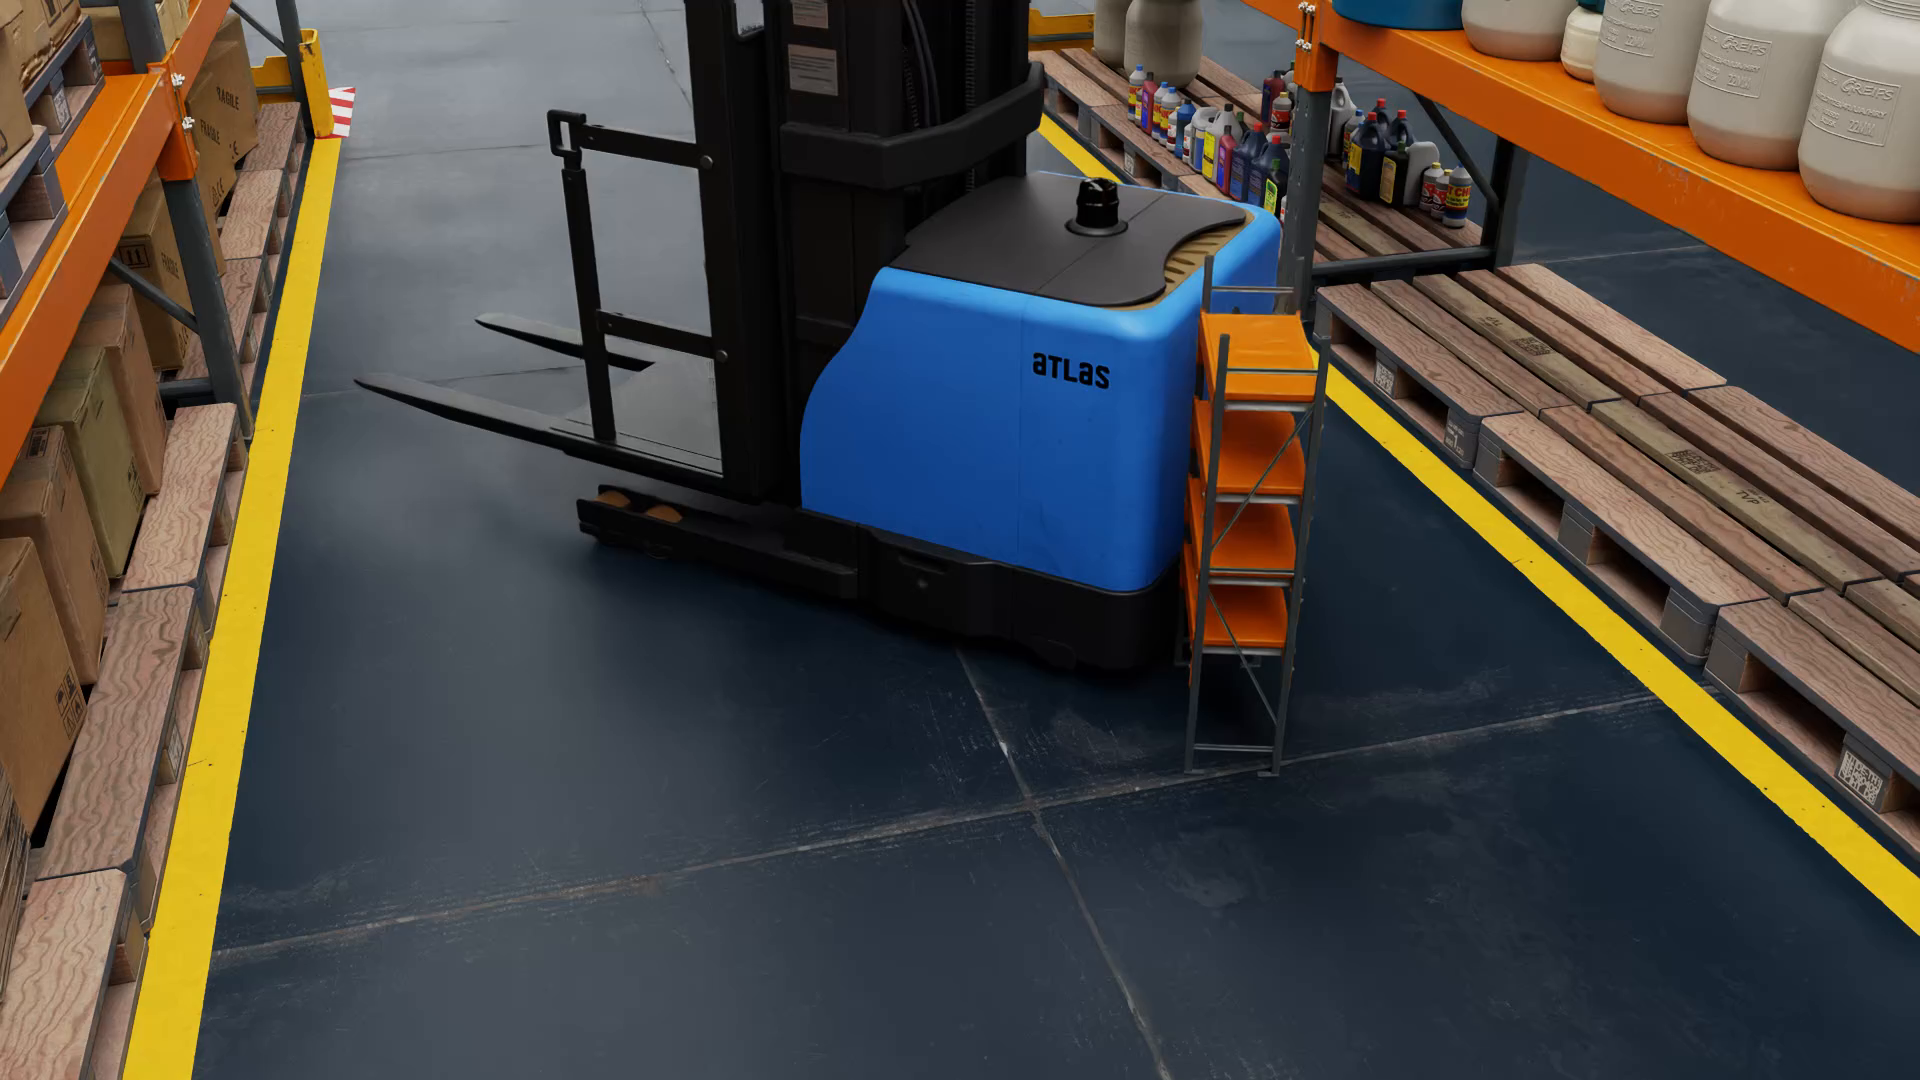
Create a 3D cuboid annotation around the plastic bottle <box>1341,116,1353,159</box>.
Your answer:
[{"bbox_3d":[1.875,-1.917,7.922,0.097,0.201,0.097,0,30,0],"label":"plastic bottle"}]

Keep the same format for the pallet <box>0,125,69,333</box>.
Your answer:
[{"bbox_3d":[-2.487,-0.539,3.378,1.003,0.211,1.213,-8,31,-13],"label":"pallet"}]

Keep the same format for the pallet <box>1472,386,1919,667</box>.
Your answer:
[{"bbox_3d":[2.365,-0.091,5.196,1.003,0.211,1.213,-8,31,-13],"label":"pallet"}]

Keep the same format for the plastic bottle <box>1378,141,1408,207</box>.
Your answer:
[{"bbox_3d":[1.915,-1.627,7.339,0.061,0.283,0.133,-8,31,-13],"label":"plastic bottle"}]

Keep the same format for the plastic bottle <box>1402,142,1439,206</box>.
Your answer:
[{"bbox_3d":[2.017,-1.638,7.366,0.152,0.276,0.135,-7,31,-11],"label":"plastic bottle"}]

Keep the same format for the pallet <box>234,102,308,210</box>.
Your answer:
[{"bbox_3d":[-3.844,-1.895,8.313,1.003,0.211,1.213,-8,31,-13],"label":"pallet"}]

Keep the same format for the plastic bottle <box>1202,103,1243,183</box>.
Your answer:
[{"bbox_3d":[1.206,-1.827,7.618,0.144,0.351,0.185,-8,31,-14],"label":"plastic bottle"}]

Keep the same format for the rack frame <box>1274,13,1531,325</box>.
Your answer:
[{"bbox_3d":[1.791,-2.262,6.164,1.000,3.000,0.127,-8,31,-13],"label":"rack frame"}]

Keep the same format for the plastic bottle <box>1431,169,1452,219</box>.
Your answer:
[{"bbox_3d":[2.103,-1.502,7.206,0.097,0.201,0.097,0,30,0],"label":"plastic bottle"}]

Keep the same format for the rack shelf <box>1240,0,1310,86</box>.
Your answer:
[{"bbox_3d":[1.261,-2.917,8.013,1.077,0.370,4.000,-8,31,-13],"label":"rack shelf"}]

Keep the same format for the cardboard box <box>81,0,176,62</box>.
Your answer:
[{"bbox_3d":[-2.751,-1.638,5.337,0.380,0.149,0.250,-8,31,-13],"label":"cardboard box"}]

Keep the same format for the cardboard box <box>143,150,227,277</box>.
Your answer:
[{"bbox_3d":[-3.211,-1.177,6.366,0.500,0.500,0.500,2,30,3],"label":"cardboard box"}]

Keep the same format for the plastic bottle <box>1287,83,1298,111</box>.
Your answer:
[{"bbox_3d":[1.717,-2.184,8.309,0.152,0.276,0.135,-9,31,-15],"label":"plastic bottle"}]

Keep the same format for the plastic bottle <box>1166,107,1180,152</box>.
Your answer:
[{"bbox_3d":[1.054,-1.994,8.055,0.097,0.201,0.097,0,30,0],"label":"plastic bottle"}]

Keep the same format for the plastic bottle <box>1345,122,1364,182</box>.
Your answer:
[{"bbox_3d":[1.822,-1.770,7.599,0.097,0.271,0.097,0,30,0],"label":"plastic bottle"}]

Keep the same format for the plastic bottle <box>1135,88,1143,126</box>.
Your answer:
[{"bbox_3d":[0.938,-2.206,8.421,0.097,0.201,0.097,0,30,0],"label":"plastic bottle"}]

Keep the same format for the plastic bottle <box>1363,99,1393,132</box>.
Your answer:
[{"bbox_3d":[1.927,-1.842,7.643,0.144,0.351,0.185,-9,31,-15],"label":"plastic bottle"}]

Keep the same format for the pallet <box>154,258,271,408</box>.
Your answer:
[{"bbox_3d":[-3.196,-0.716,6.277,1.003,0.211,1.213,-8,31,-13],"label":"pallet"}]

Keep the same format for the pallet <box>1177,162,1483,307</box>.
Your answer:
[{"bbox_3d":[1.653,-1.385,7.432,1.003,0.211,1.213,-8,31,-13],"label":"pallet"}]

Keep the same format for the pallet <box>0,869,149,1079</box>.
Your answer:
[{"bbox_3d":[-2.128,1.158,3.039,1.003,0.211,1.213,-8,31,-13],"label":"pallet"}]

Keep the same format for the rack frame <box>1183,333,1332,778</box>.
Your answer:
[{"bbox_3d":[0.688,0.075,3.922,0.240,1.200,0.015,2,30,3],"label":"rack frame"}]

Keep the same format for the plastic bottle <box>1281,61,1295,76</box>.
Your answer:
[{"bbox_3d":[1.689,-2.326,8.546,0.061,0.283,0.133,-7,31,-12],"label":"plastic bottle"}]

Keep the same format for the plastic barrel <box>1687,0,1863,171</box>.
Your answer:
[{"bbox_3d":[2.144,-1.266,4.308,0.433,0.535,0.433,0,30,0],"label":"plastic barrel"}]

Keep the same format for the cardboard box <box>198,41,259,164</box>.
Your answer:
[{"bbox_3d":[-3.704,-2.047,7.869,0.500,0.500,0.500,0,30,0],"label":"cardboard box"}]

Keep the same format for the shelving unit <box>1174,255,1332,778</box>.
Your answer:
[{"bbox_3d":[0.703,-0.047,4.133,0.258,1.200,0.503,2,30,3],"label":"shelving unit"}]

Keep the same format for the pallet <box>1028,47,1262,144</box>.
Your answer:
[{"bbox_3d":[1.006,-2.563,9.468,1.003,0.211,1.213,-8,31,-13],"label":"pallet"}]

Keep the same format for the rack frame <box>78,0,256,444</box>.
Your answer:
[{"bbox_3d":[-2.984,-1.603,5.026,1.000,3.000,0.127,-8,31,-13],"label":"rack frame"}]

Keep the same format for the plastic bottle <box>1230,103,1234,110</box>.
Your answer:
[{"bbox_3d":[1.269,-1.892,7.796,0.061,0.283,0.133,-8,31,-13],"label":"plastic bottle"}]

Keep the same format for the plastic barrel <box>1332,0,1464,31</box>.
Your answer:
[{"bbox_3d":[1.602,-2.252,5.646,0.600,0.901,0.708,-8,31,-13],"label":"plastic barrel"}]

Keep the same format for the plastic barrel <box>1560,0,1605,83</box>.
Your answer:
[{"bbox_3d":[1.995,-1.542,5.058,0.301,0.262,0.301,0,30,0],"label":"plastic barrel"}]

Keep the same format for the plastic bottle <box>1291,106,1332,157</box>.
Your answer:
[{"bbox_3d":[1.678,-1.983,7.962,0.152,0.276,0.135,-8,31,-13],"label":"plastic bottle"}]

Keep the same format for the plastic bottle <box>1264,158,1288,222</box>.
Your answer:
[{"bbox_3d":[1.346,-1.465,7.059,0.061,0.283,0.133,-6,31,-11],"label":"plastic bottle"}]

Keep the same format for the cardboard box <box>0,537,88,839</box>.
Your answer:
[{"bbox_3d":[-2.436,0.360,3.690,0.700,0.500,0.500,-5,30,-9],"label":"cardboard box"}]

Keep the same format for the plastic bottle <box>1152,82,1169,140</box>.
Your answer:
[{"bbox_3d":[1.002,-2.121,8.204,0.097,0.271,0.097,0,30,0],"label":"plastic bottle"}]

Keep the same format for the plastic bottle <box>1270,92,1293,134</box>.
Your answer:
[{"bbox_3d":[1.602,-2.126,8.284,0.097,0.201,0.097,0,30,0],"label":"plastic bottle"}]

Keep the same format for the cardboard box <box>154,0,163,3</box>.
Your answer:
[{"bbox_3d":[-3.044,-2.001,5.316,0.875,0.500,0.500,-8,31,-13],"label":"cardboard box"}]

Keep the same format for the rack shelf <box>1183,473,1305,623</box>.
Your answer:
[{"bbox_3d":[0.703,0.011,4.167,0.258,0.148,0.480,2,30,3],"label":"rack shelf"}]

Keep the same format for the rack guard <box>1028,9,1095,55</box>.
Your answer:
[{"bbox_3d":[0.795,-3.082,10.075,1.175,0.500,0.348,-8,31,-13],"label":"rack guard"}]

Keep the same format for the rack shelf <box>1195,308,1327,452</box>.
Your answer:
[{"bbox_3d":[0.703,-0.387,3.936,0.258,0.148,0.480,2,30,3],"label":"rack shelf"}]

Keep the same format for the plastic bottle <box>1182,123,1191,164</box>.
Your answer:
[{"bbox_3d":[1.109,-1.895,7.884,0.097,0.201,0.097,0,30,0],"label":"plastic bottle"}]

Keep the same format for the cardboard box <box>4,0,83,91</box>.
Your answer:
[{"bbox_3d":[-2.908,-1.642,4.075,1.000,1.000,1.000,-8,31,-13],"label":"cardboard box"}]

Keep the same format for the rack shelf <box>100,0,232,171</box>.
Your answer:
[{"bbox_3d":[-3.515,-2.258,6.875,1.077,0.370,4.000,-8,31,-13],"label":"rack shelf"}]

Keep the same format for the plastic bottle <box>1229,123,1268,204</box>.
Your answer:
[{"bbox_3d":[1.292,-1.671,7.348,0.144,0.351,0.185,-9,31,-16],"label":"plastic bottle"}]

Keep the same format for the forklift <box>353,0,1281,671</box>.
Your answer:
[{"bbox_3d":[-0.615,-1.424,4.785,3.031,2.935,1.130,15,33,24],"label":"forklift"}]

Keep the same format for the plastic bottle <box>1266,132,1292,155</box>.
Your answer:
[{"bbox_3d":[1.428,-1.671,7.422,0.152,0.276,0.135,-8,31,-13],"label":"plastic bottle"}]

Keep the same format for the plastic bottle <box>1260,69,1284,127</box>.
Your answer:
[{"bbox_3d":[1.578,-2.240,8.398,0.061,0.283,0.133,-8,31,-13],"label":"plastic bottle"}]

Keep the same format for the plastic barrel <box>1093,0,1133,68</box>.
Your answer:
[{"bbox_3d":[0.978,-2.991,9.488,0.421,0.512,0.421,0,30,0],"label":"plastic barrel"}]

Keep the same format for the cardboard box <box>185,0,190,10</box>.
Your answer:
[{"bbox_3d":[-2.898,-1.878,5.751,0.380,0.149,0.250,-8,31,-13],"label":"cardboard box"}]

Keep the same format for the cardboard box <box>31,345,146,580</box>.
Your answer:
[{"bbox_3d":[-2.733,-0.180,4.622,0.700,0.500,0.500,-8,31,-14],"label":"cardboard box"}]
